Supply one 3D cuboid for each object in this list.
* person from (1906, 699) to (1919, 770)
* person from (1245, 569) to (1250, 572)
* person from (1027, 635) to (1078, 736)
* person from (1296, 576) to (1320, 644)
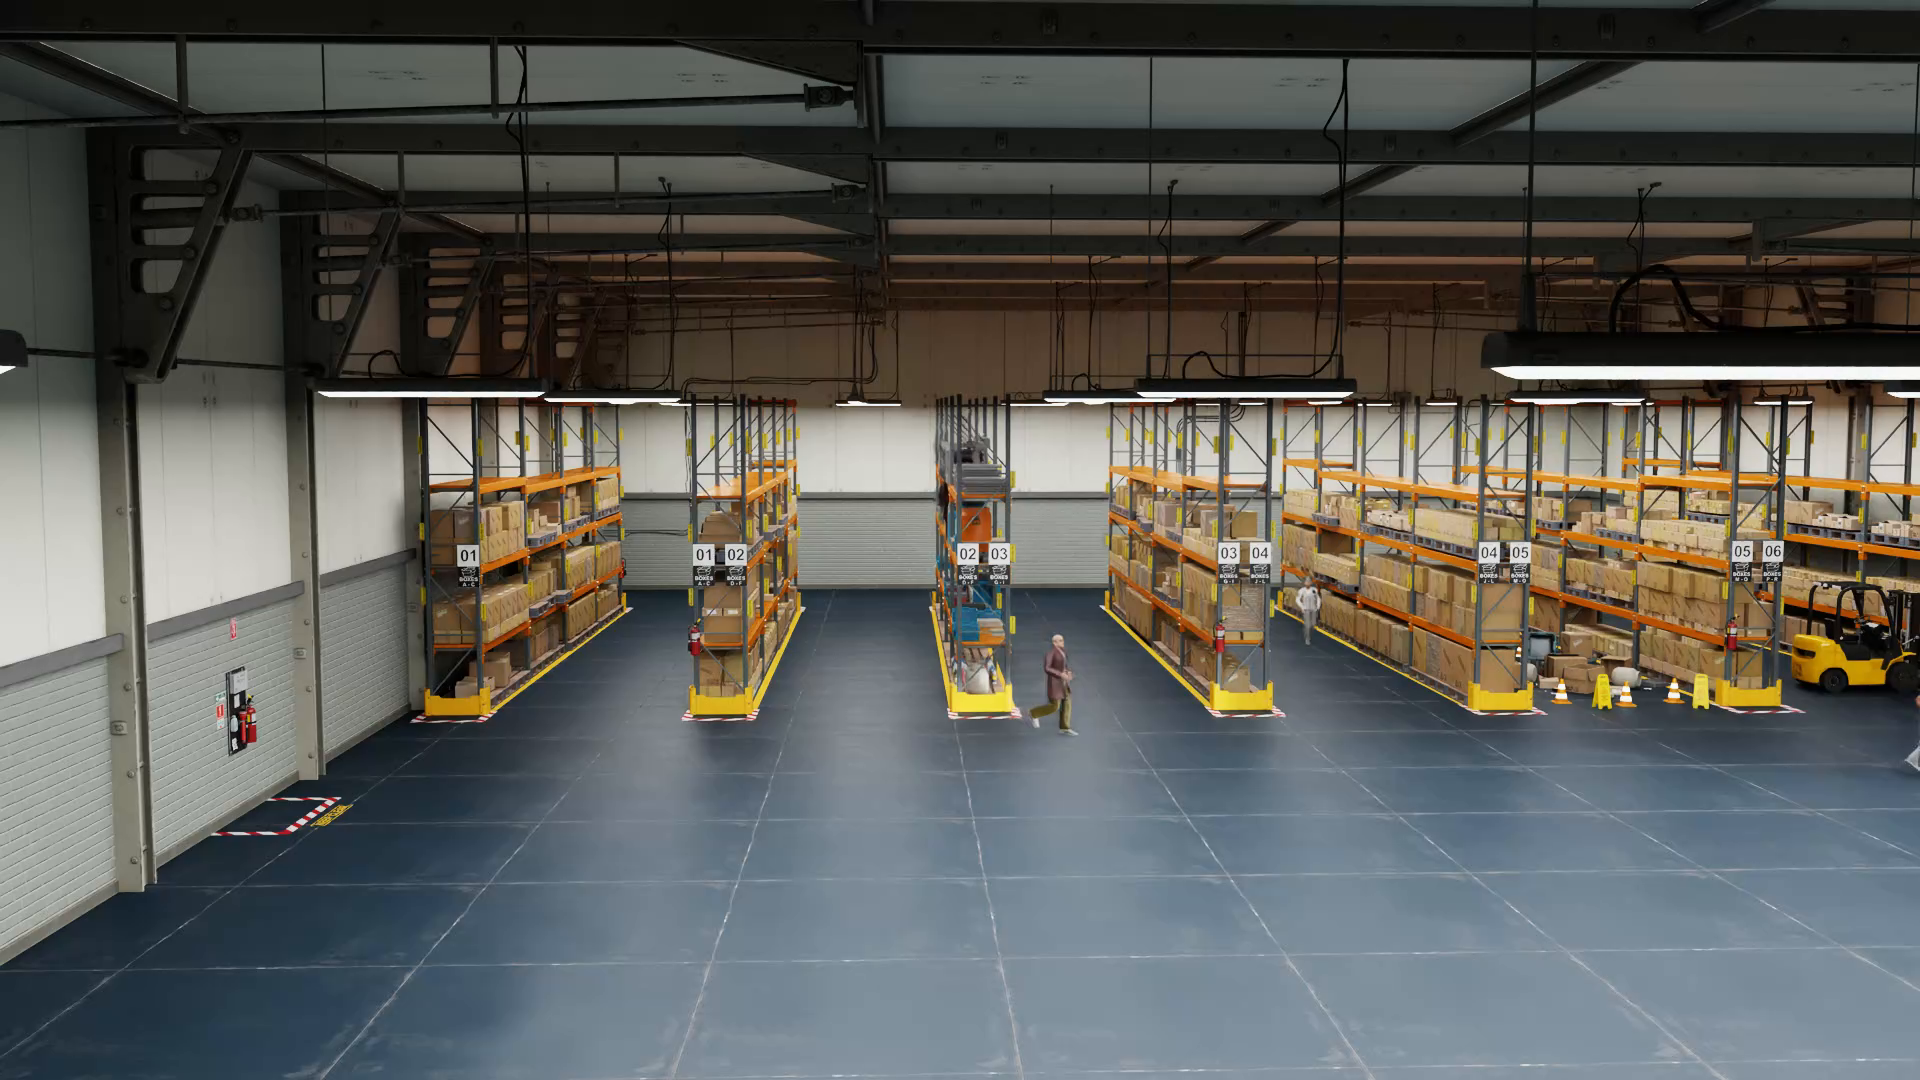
[{"bbox_3d":[15.187,2.831,25.803,0.878,1.723,0.561,4,6,39],"label":"person"},{"bbox_3d":[8.066,1.098,48.136,0.830,1.676,0.730,3,5,31],"label":"person"},{"bbox_3d":[1.668,2.546,29.327,0.934,1.779,0.719,3,5,30],"label":"person"},{"bbox_3d":[8.517,1.706,40.645,0.619,1.667,0.488,0,4,-1],"label":"person"}]
